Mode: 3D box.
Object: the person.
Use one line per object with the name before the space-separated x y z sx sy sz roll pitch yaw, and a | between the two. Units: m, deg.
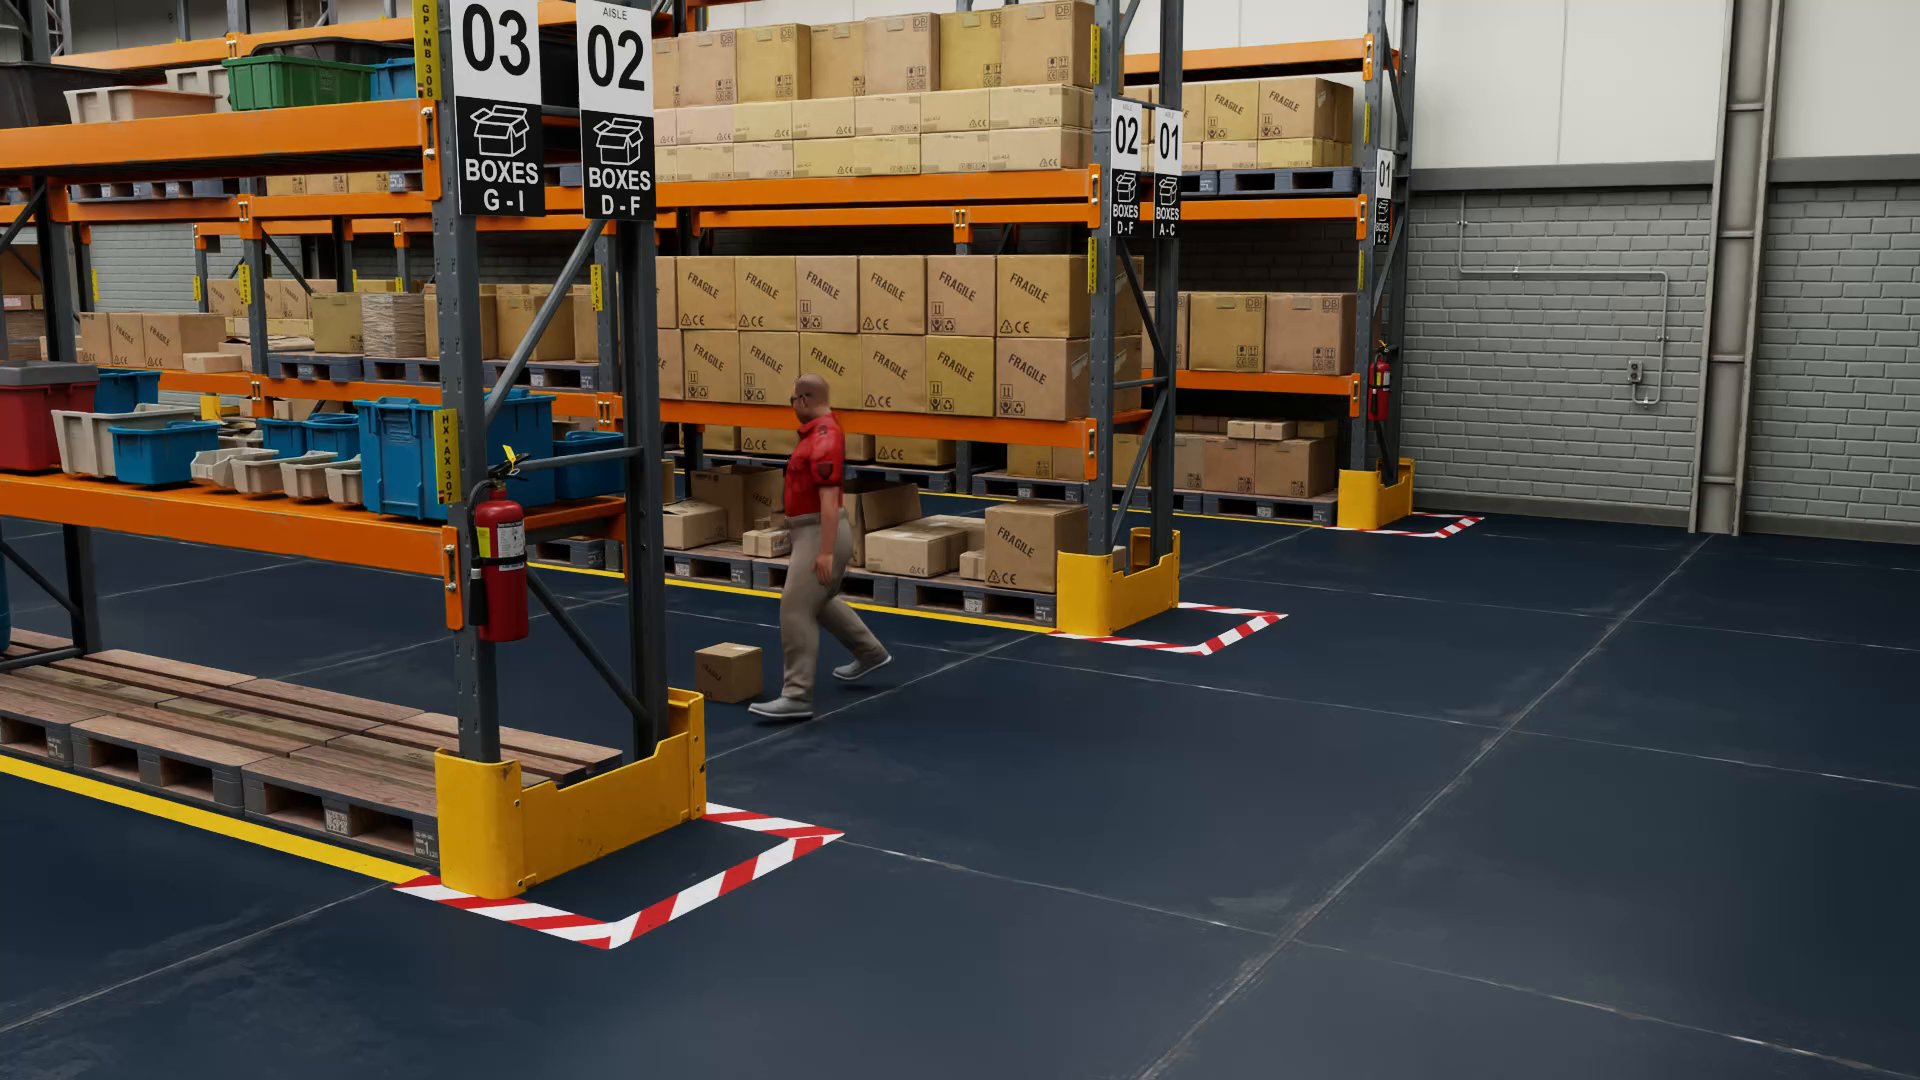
person | -0.707 0.002 8.449 0.729 1.700 0.770 -1 9 -4
